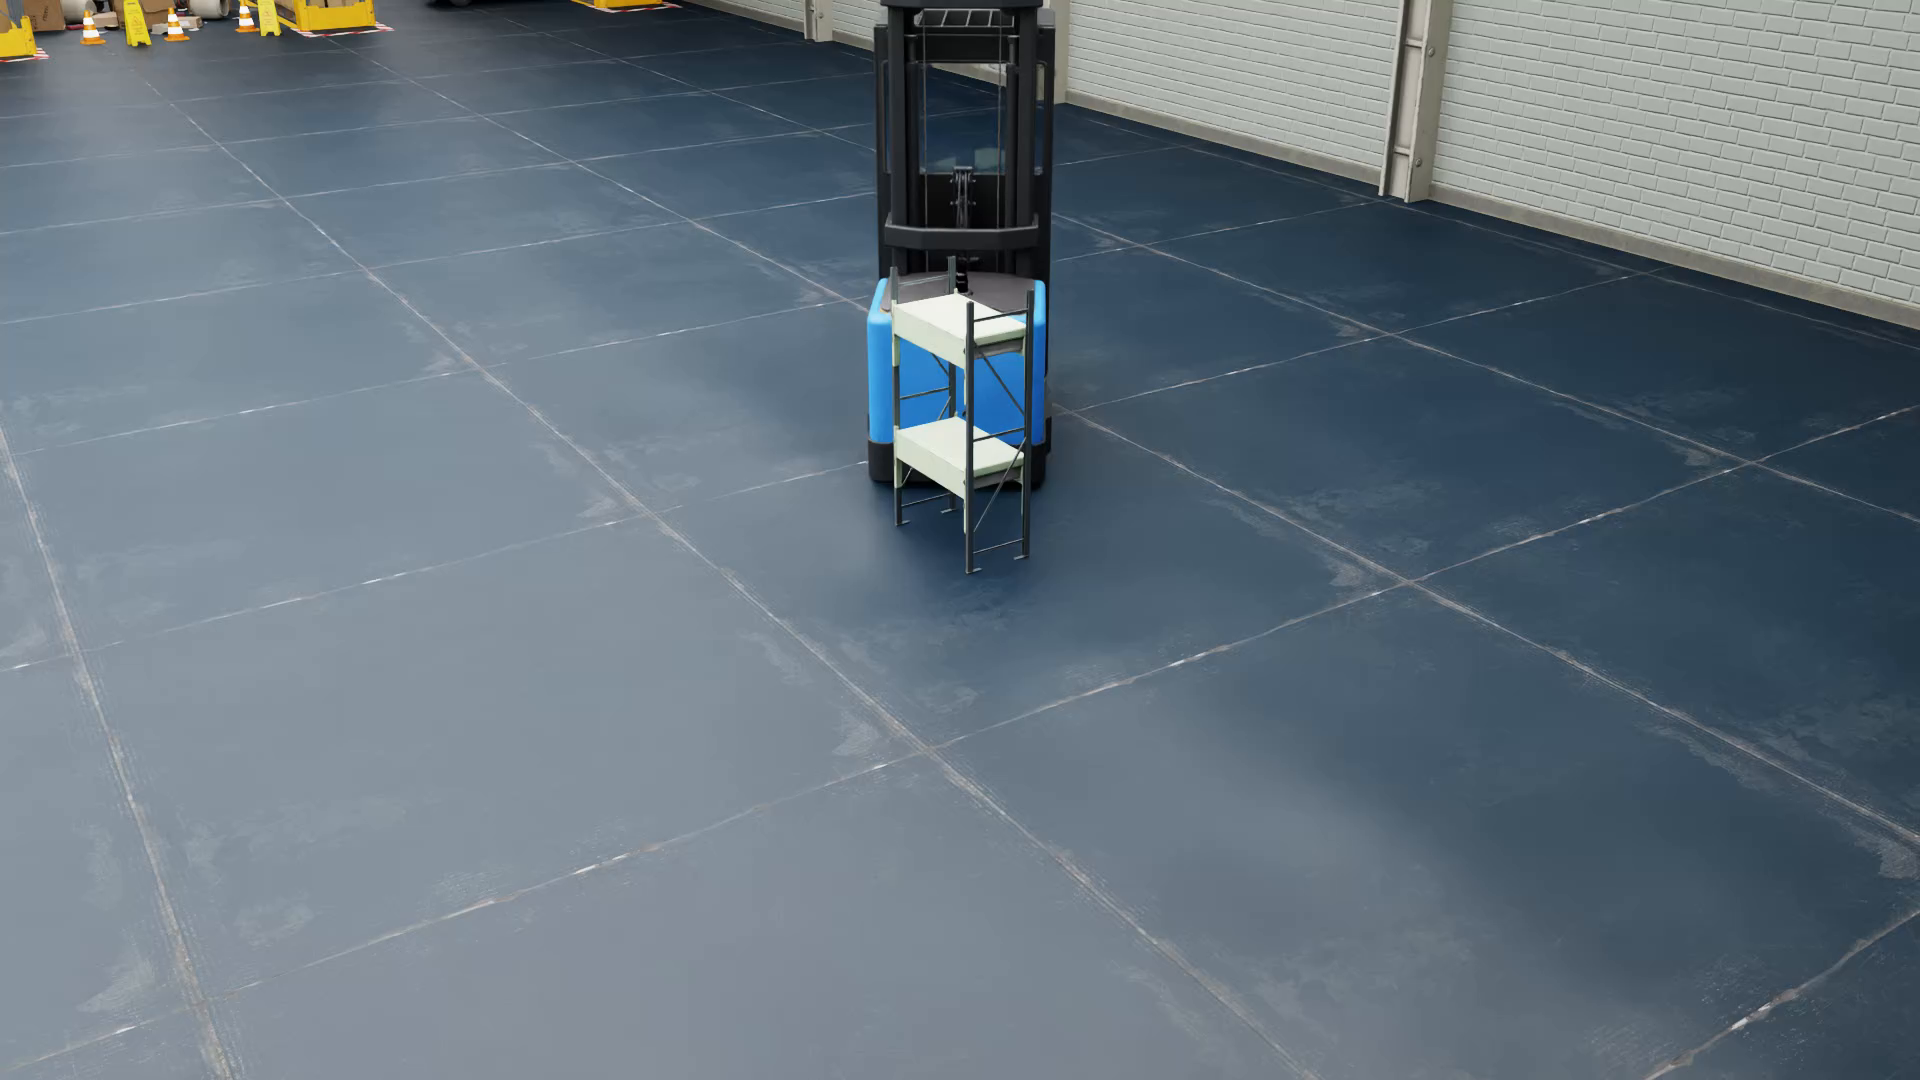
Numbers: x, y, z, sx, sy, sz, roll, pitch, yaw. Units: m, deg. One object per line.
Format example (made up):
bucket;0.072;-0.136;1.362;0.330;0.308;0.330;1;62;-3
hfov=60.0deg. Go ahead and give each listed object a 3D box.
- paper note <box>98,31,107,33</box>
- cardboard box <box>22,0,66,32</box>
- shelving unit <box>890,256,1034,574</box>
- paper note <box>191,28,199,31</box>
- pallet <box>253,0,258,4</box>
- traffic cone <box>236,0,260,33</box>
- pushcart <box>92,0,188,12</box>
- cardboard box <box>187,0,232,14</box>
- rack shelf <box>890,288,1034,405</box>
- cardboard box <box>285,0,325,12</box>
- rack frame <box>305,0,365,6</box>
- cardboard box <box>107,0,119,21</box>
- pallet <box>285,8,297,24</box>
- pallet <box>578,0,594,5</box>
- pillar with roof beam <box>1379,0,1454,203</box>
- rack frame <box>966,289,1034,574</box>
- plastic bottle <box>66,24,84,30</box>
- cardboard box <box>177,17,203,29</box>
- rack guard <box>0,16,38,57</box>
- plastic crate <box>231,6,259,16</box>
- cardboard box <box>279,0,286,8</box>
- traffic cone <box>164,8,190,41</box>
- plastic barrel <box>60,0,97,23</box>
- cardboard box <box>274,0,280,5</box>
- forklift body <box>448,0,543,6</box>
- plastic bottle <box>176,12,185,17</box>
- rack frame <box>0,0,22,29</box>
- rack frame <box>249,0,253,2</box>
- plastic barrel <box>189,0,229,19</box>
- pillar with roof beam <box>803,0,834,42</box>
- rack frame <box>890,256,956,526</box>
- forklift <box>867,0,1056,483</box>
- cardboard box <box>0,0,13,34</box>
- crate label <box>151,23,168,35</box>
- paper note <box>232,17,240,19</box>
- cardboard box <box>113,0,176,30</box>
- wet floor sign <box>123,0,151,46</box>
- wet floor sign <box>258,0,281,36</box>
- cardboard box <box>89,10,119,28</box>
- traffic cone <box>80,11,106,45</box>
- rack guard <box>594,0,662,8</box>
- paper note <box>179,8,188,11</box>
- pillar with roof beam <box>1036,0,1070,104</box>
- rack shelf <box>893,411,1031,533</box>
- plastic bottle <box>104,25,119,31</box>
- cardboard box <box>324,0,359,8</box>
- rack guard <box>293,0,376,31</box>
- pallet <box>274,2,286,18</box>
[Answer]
paper note;-13.470;-7.983;26.127;0.144;0.017;0.142;-6;26;-12
cardboard box;-14.535;-8.370;26.392;0.500;0.500;0.500;-10;27;-21
shelving unit;0.004;-0.676;8.925;0.431;1.500;0.755;-16;29;-30
paper note;-12.150;-8.106;26.386;0.142;0.019;0.148;18;31;33
pallet;-11.754;-9.512;29.153;1.003;0.211;1.213;-16;29;-30
traffic cone;-11.282;-8.281;26.249;0.336;0.463;0.334;-16;29;-30
pushcart;-14.033;-9.270;28.445;0.936;0.377;1.648;18;31;33
cardboard box;-12.705;-9.176;28.098;0.500;0.500;0.500;3;25;6
rack shelf;0.004;-1.029;8.758;0.431;0.370;0.720;-16;29;-30
cardboard box;-10.646;-8.756;27.013;0.500;0.250;0.500;-16;29;-30
rack frame;-9.967;-9.575;26.018;1.000;3.000;0.127;-16;29;-30
cardboard box;-13.564;-8.878;27.308;0.797;0.637;0.503;-16;29;-30
pallet;-10.422;-8.640;27.304;1.003;0.211;1.213;-16;29;-30
pallet;-6.262;-9.735;29.625;1.003;0.211;1.213;-16;29;-30
pillar with roof beam;0.784;-6.463;12.400;9.100;9.000;0.400;-16;29;-30
rack frame;0.203;-0.545;8.647;0.400;1.500;0.023;-16;29;-30
plastic bottle;-14.067;-8.174;26.494;0.133;0.061;0.283;18;31;33
cardboard box;-12.374;-8.283;26.622;0.380;0.149;0.250;-1;25;-3
rack guard;-14.046;-7.246;24.013;1.175;0.500;0.348;-16;29;-30
plastic crate;-11.980;-8.932;28.078;0.583;0.080;0.402;18;31;33
cardboard box;-10.910;-8.935;27.391;0.500;0.250;0.500;-15;29;-29
traffic cone;-12.027;-7.900;25.443;0.336;0.463;0.334;-16;29;-30
plastic barrel;-14.338;-8.602;26.976;0.512;0.421;0.421;3;25;6
cardboard box;-11.200;-9.120;27.785;0.500;0.250;0.500;-17;30;-31
forklift body;-8.374;-10.602;29.189;2.313;2.155;1.214;-16;29;-30
plastic bottle;-13.017;-8.778;27.773;0.133;0.061;0.283;-10;27;-21
rack frame;-14.059;-8.385;23.498;1.000;3.000;0.127;-16;29;-30
rack frame;-12.150;-11.005;29.049;1.000;3.000;0.127;-16;29;-30
plastic barrel;-12.363;-8.795;27.386;0.512;0.421;0.421;3;25;6
pillar with roof beam;-5.766;-10.755;21.492;9.100;9.000;0.400;-16;29;-30
rack frame;-0.196;-0.807;9.202;0.400;1.500;0.023;-16;29;-30
forklift;0.038;-2.246;10.573;1.130;2.935;3.031;1;25;2
cardboard box;-14.484;-7.841;24.343;0.875;0.875;0.875;-15;29;-29
crate label;-12.508;-8.020;26.078;0.298;0.136;0.250;12;28;24
paper note;-11.960;-8.651;27.539;0.148;0.019;0.142;18;31;33
cardboard box;-13.047;-8.484;26.632;0.637;0.503;0.797;7;26;15
wet floor sign;-12.384;-7.771;24.956;0.267;0.644;0.232;-22;33;-38
wet floor sign;-10.759;-8.193;25.849;0.267;0.644;0.232;-6;26;-12
cardboard box;-13.761;-8.394;26.719;0.396;0.266;0.258;-10;27;-21
traffic cone;-13.159;-7.759;25.143;0.336;0.463;0.334;-16;29;-30
rack guard;-5.797;-9.594;28.987;1.175;0.500;0.348;-16;29;-30
paper note;-13.290;-9.075;28.439;0.148;0.019;0.142;-16;29;-30
pillar with roof beam;-2.491;-8.609;16.946;9.100;9.000;0.400;-16;29;-30
rack shelf;0.004;-0.381;9.064;0.431;0.370;0.720;-16;29;-30
plastic bottle;-13.500;-8.146;26.434;0.283;0.061;0.133;18;31;33
cardboard box;-10.175;-8.874;27.263;0.500;0.250;0.500;-16;30;-30
rack guard;-10.008;-8.471;26.609;1.175;0.500;0.348;-16;29;-30
pallet;-11.084;-9.075;28.227;1.003;0.211;1.213;-16;29;-30
